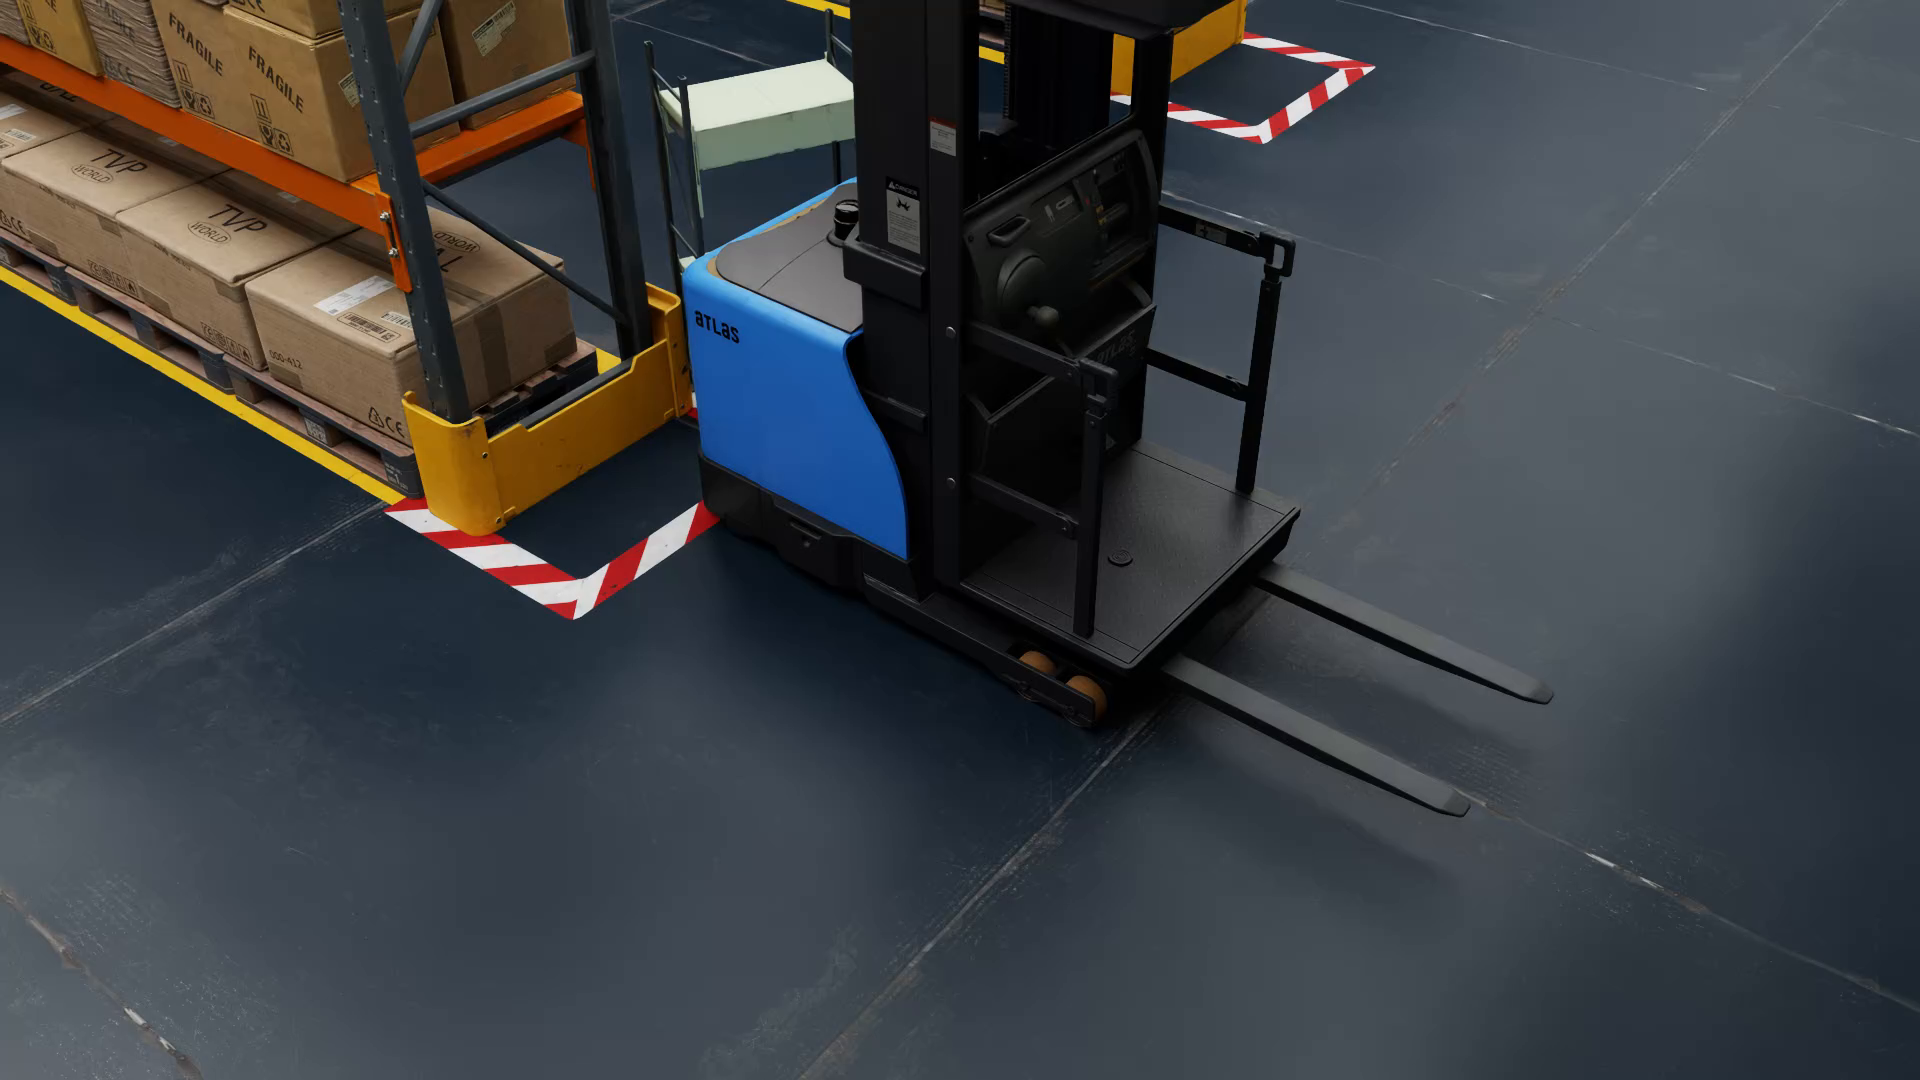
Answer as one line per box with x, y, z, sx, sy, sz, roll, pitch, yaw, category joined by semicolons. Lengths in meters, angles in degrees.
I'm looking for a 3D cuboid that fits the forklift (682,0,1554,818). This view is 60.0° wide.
0.492;-0.912;5.038;3.031;2.935;1.130;26;45;29;forklift

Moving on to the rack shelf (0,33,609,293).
-3.191;-2.001;6.957;4.000;0.370;1.077;25;45;29;rack shelf

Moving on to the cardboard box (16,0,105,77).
-3.369;-2.196;6.541;0.500;0.500;0.500;27;45;30;cardboard box

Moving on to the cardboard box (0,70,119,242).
-4.346;-1.903;7.985;0.875;0.438;0.875;25;44;28;cardboard box

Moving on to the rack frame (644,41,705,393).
-1.073;-1.156;6.510;0.023;1.500;0.400;-18;41;-21;rack frame

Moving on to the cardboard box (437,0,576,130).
-1.810;-1.895;6.157;0.500;0.500;0.500;25;44;28;cardboard box

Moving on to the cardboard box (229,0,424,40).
-2.130;-2.033;5.521;0.500;0.500;0.500;27;45;30;cardboard box

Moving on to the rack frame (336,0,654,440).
-1.603;-1.536;5.778;0.127;3.000;1.000;25;45;29;rack frame

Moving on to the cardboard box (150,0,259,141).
-2.536;-1.821;6.062;0.500;0.500;0.500;24;44;28;cardboard box

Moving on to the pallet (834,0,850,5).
-0.325;-3.707;10.813;1.213;0.211;1.003;25;45;29;pallet

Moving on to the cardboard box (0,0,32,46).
-3.778;-2.389;6.787;0.500;0.500;0.500;26;45;29;cardboard box

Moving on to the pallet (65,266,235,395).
-3.250;-1.156;7.555;1.213;0.211;1.003;25;45;29;pallet

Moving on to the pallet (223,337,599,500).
-2.285;-0.699;6.971;1.213;0.211;1.003;25;45;29;pallet

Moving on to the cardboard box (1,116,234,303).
-3.635;-1.568;7.557;0.875;0.438;0.875;24;44;27;cardboard box

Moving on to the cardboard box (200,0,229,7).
-2.563;-2.214;5.753;0.500;0.500;0.500;25;45;29;cardboard box

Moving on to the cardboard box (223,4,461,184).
-2.147;-1.626;5.813;0.500;0.500;0.500;26;45;29;cardboard box

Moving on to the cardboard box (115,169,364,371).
-2.920;-1.229;7.124;0.875;0.438;0.875;27;45;30;cardboard box

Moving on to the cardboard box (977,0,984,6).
0.152;-3.409;10.143;0.250;0.149;0.380;26;45;29;cardboard box

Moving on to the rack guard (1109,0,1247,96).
1.264;-3.042;9.729;0.348;0.500;1.175;25;45;29;rack guard

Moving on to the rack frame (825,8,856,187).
-0.423;-1.363;6.775;0.023;1.500;0.400;-18;41;-21;rack frame

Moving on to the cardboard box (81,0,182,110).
-2.951;-2.009;6.302;0.500;0.500;0.500;27;45;30;cardboard box

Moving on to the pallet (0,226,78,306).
-4.224;-1.613;8.139;1.213;0.211;1.003;25;45;29;pallet

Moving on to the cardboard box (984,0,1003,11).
0.356;-3.323;10.033;0.250;0.149;0.380;25;44;28;cardboard box

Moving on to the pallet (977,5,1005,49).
0.640;-3.249;10.229;1.213;0.211;1.003;25;45;29;pallet

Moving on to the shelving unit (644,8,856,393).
-0.748;-1.260;6.642;0.755;1.500;0.431;-18;41;-21;shelving unit

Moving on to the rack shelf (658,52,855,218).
-0.748;-1.567;6.402;0.720;0.370;0.431;-18;41;-21;rack shelf

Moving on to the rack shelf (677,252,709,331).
-0.748;-1.003;6.843;0.720;0.370;0.431;-18;41;-21;rack shelf

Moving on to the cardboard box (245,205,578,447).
-2.188;-0.890;6.692;0.875;0.438;0.875;24;44;27;cardboard box

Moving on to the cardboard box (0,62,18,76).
-5.321;-2.556;8.464;0.875;0.875;0.875;27;45;30;cardboard box

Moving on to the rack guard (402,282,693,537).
-1.584;-0.542;6.537;0.348;0.500;1.175;25;45;29;rack guard
